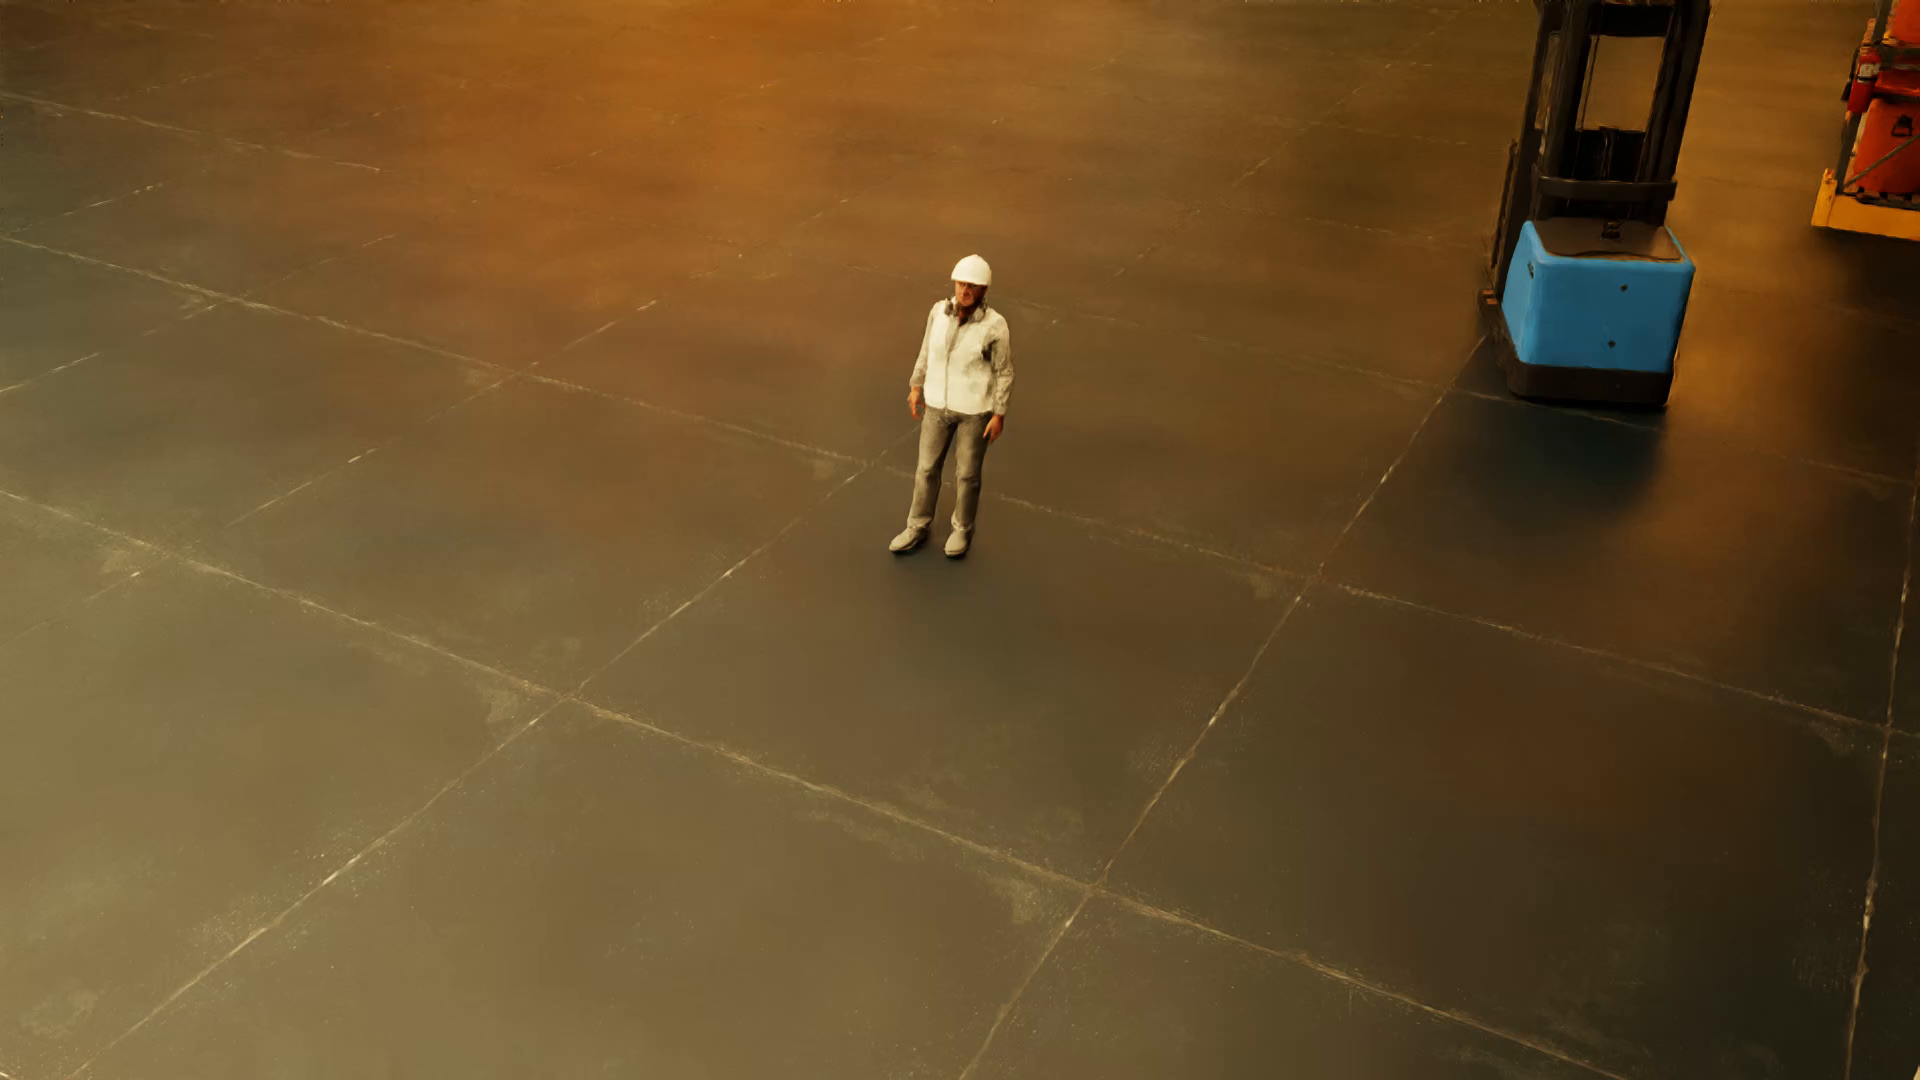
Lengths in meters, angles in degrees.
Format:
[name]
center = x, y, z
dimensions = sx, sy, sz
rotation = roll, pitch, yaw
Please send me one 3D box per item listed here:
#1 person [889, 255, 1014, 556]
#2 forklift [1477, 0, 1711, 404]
[person]
center = -0.038, -0.748, 9.510
dimensions = 0.632, 1.773, 0.563
rotation = 15, 33, 25
[forklift]
center = 4.613, -2.923, 12.136
dimensions = 1.130, 2.935, 3.031
rotation = 4, 30, 8
